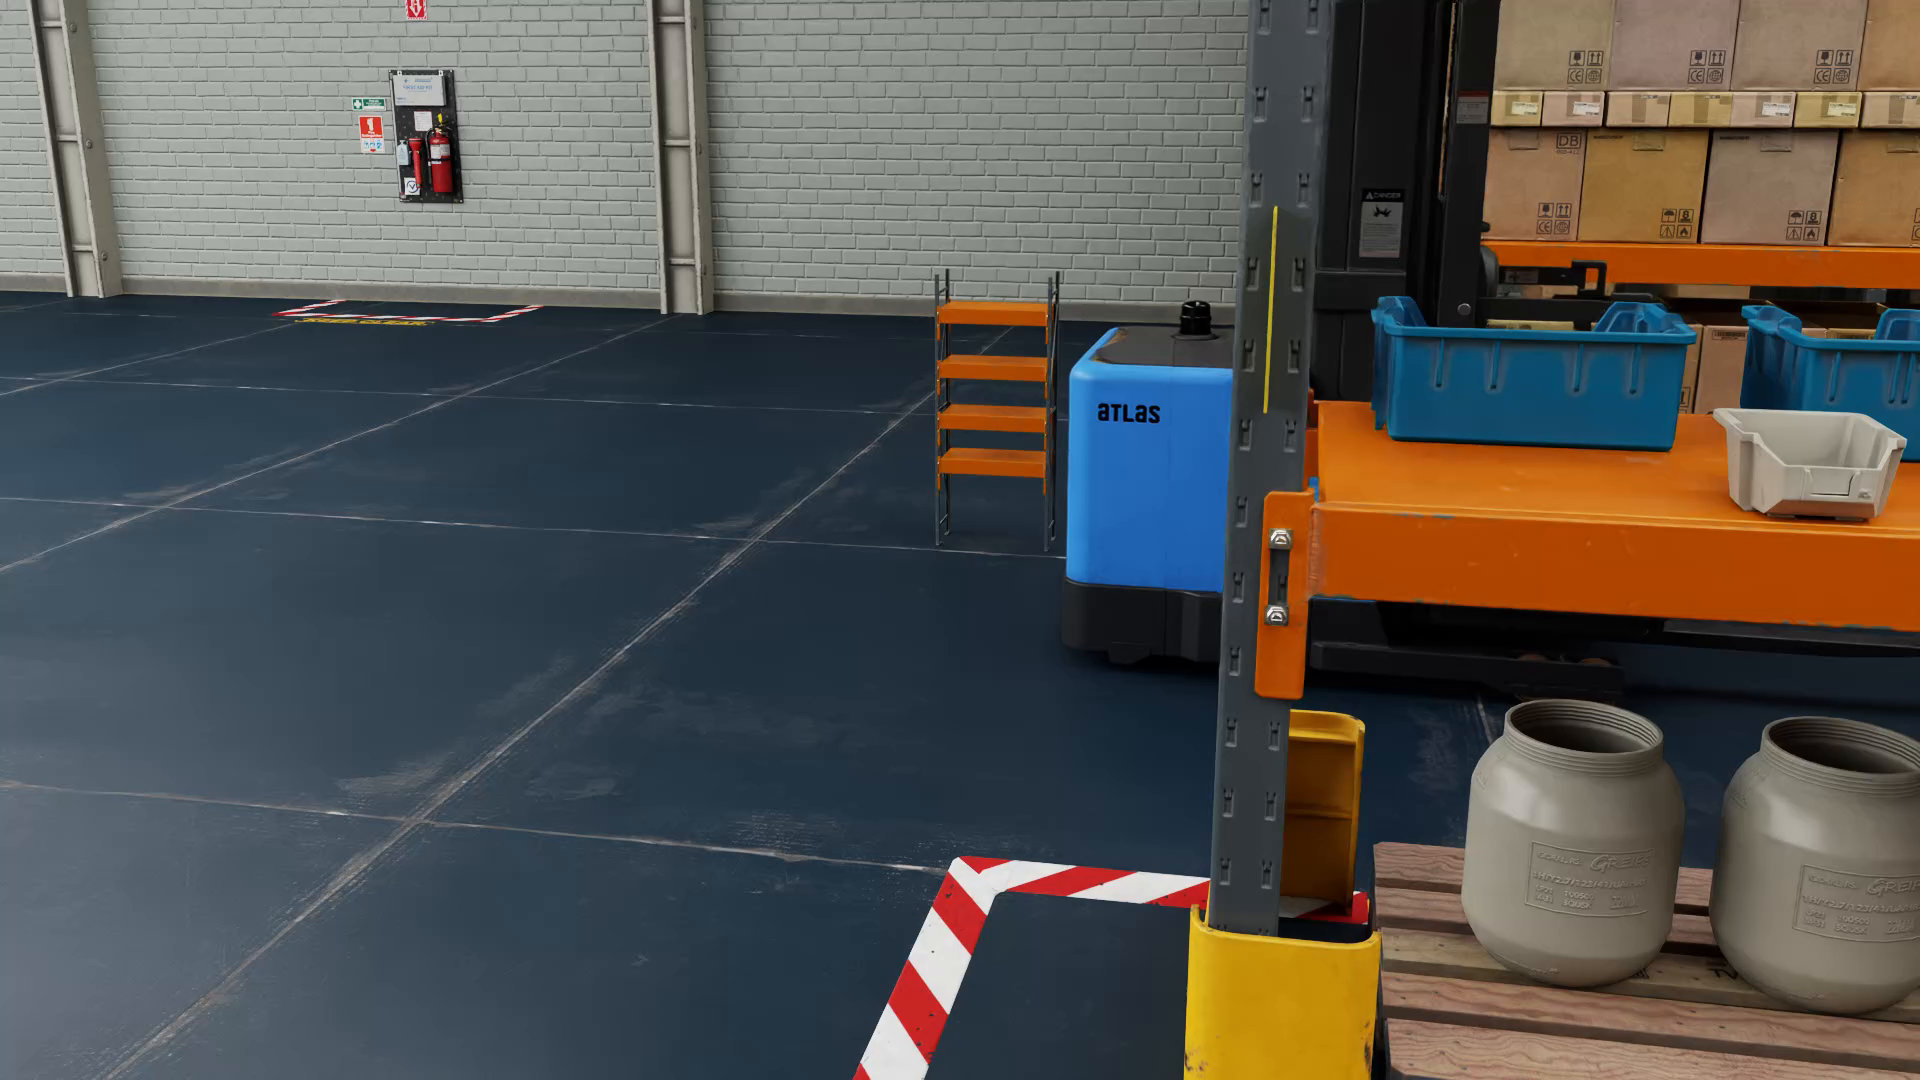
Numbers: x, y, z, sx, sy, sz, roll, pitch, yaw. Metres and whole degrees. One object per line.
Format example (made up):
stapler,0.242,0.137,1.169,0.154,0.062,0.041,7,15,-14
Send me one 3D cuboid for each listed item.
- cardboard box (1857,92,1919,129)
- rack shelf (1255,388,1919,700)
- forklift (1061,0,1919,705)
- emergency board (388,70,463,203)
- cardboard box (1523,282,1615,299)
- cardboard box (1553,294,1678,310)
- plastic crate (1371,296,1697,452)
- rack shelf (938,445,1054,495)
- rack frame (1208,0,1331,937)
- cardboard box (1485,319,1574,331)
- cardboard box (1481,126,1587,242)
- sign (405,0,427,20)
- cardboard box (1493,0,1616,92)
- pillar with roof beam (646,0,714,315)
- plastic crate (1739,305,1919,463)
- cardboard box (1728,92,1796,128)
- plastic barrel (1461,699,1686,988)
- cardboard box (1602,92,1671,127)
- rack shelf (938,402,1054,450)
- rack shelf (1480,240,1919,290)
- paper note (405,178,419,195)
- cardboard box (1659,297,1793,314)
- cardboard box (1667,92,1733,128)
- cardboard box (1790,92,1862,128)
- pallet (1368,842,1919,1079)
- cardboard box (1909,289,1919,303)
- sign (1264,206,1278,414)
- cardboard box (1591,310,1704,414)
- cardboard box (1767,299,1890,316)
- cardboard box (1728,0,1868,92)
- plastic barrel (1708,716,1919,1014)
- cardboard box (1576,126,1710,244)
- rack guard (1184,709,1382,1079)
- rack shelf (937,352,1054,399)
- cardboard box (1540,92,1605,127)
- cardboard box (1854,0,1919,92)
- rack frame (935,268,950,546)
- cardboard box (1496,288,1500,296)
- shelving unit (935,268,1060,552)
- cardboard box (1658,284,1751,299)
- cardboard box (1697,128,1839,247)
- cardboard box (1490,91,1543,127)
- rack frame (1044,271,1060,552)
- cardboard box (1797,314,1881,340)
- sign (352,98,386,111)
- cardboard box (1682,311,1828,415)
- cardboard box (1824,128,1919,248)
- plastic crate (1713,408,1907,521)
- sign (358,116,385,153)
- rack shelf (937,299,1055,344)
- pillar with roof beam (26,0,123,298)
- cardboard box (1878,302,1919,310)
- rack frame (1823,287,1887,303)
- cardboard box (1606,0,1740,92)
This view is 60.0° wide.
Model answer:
cardboard box,3.976,-1.853,7.162,0.250,0.149,0.380,4,16,13
rack shelf,2.579,0.070,2.969,4.000,0.370,1.077,3,16,11
forklift,1.934,-1.010,5.647,3.031,2.935,1.130,3,16,12
emergency board,-4.842,-3.625,14.959,0.643,1.169,0.194,3,16,11
cardboard box,4.521,-1.840,12.373,0.500,0.500,0.700,2,16,8
cardboard box,3.177,-0.918,8.145,0.500,0.500,0.500,3,16,11
plastic crate,1.169,-0.364,3.464,0.616,0.251,0.499,3,16,11
rack shelf,0.162,-0.313,7.371,0.480,0.148,0.258,3,16,11
rack frame,0.619,-0.384,3.258,0.127,3.000,1.000,3,16,11
cardboard box,2.581,-0.805,7.738,0.500,0.500,0.500,3,16,11
cardboard box,2.580,-1.672,7.723,0.500,0.500,0.700,4,16,13
sign,-4.830,-4.768,14.745,0.199,0.298,0.001,3,16,11
cardboard box,2.633,-2.295,7.540,0.500,0.500,0.700,3,16,10
pillar with roof beam,-3.286,-5.248,9.582,0.400,9.000,9.100,3,16,11
plastic crate,1.804,-0.327,3.334,0.408,0.251,0.499,3,16,11
cardboard box,3.457,-1.881,7.260,0.250,0.149,0.380,3,16,12
plastic barrel,1.279,0.628,3.479,0.421,0.512,0.421,0,15,0
cardboard box,2.963,-1.908,7.359,0.250,0.149,0.380,3,16,9
rack shelf,0.162,-0.505,7.318,0.480,0.148,0.258,3,16,11
rack shelf,3.569,-1.226,7.647,4.000,0.370,1.077,3,16,11
paper note,-5.002,-3.228,15.176,0.142,0.148,0.016,3,16,11
cardboard box,3.667,-0.891,8.048,0.500,0.500,0.500,3,16,11
cardboard box,3.214,-1.895,7.311,0.250,0.149,0.380,3,16,10
cardboard box,3.715,-1.867,7.210,0.250,0.149,0.380,4,16,13
pallet,1.498,0.997,3.499,1.213,0.211,1.003,3,16,11
cardboard box,7.237,-1.735,11.995,0.500,0.500,0.700,4,16,13
sign,0.505,-0.373,2.702,0.005,0.325,0.100,3,16,11
cardboard box,3.074,-0.782,7.654,0.500,0.500,0.500,3,16,11
cardboard box,4.157,-0.865,7.954,0.500,0.500,0.500,3,16,11
cardboard box,3.618,-2.242,7.348,0.500,0.500,0.700,3,16,11
plastic barrel,1.770,0.655,3.383,0.421,0.512,0.421,0,15,0
cardboard box,3.065,-1.645,7.622,0.500,0.500,0.700,3,16,11
rack guard,0.703,0.813,3.621,0.348,0.500,1.175,3,16,11
rack shelf,0.162,-0.720,7.258,0.480,0.148,0.258,3,16,11
cardboard box,2.701,-1.922,7.408,0.250,0.149,0.380,3,16,10
cardboard box,4.107,-2.215,7.252,0.500,0.500,0.700,3,16,11
rack frame,-0.077,-0.582,7.347,0.015,1.200,0.240,3,16,11
cardboard box,3.812,-1.801,12.586,0.500,0.311,0.500,4,16,16
shelving unit,0.162,-0.569,7.300,0.503,1.200,0.258,3,16,11
cardboard box,5.488,-1.815,12.282,0.500,0.500,0.500,2,16,7
cardboard box,3.582,-1.617,7.525,0.500,0.500,0.700,4,16,13
cardboard box,2.455,-1.936,7.459,0.250,0.149,0.380,3,16,11
rack frame,0.401,-0.556,7.253,0.015,1.200,0.240,3,16,11
cardboard box,4.053,-0.728,7.460,0.500,0.500,0.500,3,16,11
sign,-5.361,-3.951,15.078,0.331,0.109,0.001,3,16,11
cardboard box,3.560,-0.751,7.542,0.500,0.500,0.500,3,16,11
cardboard box,4.084,-1.591,7.428,0.500,0.500,0.700,3,16,12
plastic crate,1.432,-0.125,2.817,0.250,0.136,0.298,3,16,11
sign,-5.364,-3.698,15.158,0.234,0.329,0.001,3,16,11
rack shelf,0.162,-0.948,7.195,0.480,0.148,0.258,3,16,11
pillar with roof beam,-9.166,-5.568,10.734,0.400,9.000,9.100,3,16,11
cardboard box,4.646,-0.836,7.851,0.500,0.500,0.500,3,16,11
rack frame,6.513,-2.762,11.845,0.127,3.000,1.000,3,16,11
cardboard box,3.127,-2.268,7.444,0.500,0.500,0.700,3,16,11
